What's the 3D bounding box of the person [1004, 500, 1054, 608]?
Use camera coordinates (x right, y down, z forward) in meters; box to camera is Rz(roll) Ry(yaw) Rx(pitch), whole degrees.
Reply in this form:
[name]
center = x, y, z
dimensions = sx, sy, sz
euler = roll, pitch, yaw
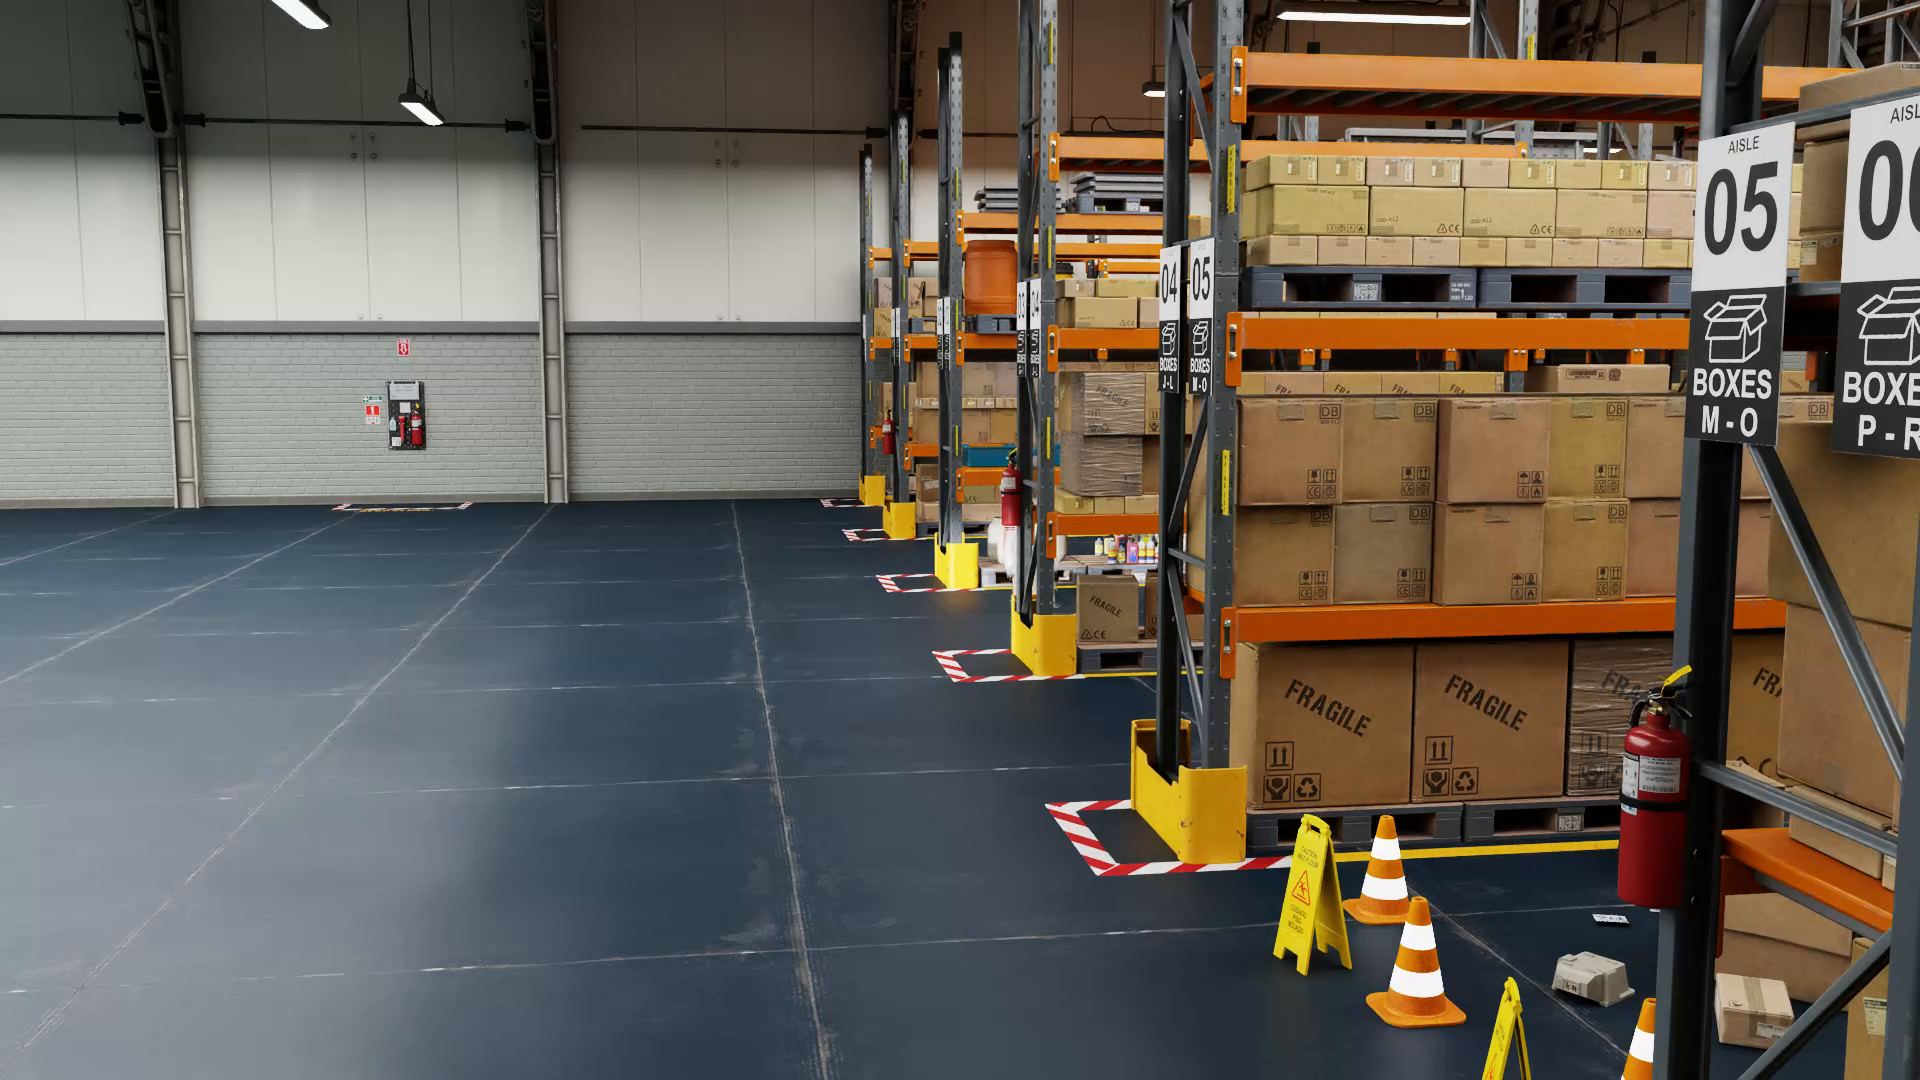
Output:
[person]
center = 0.727, 0.142, 17.087
dimensions = 0.509, 1.101, 0.809
euler = -1, 7, -9
